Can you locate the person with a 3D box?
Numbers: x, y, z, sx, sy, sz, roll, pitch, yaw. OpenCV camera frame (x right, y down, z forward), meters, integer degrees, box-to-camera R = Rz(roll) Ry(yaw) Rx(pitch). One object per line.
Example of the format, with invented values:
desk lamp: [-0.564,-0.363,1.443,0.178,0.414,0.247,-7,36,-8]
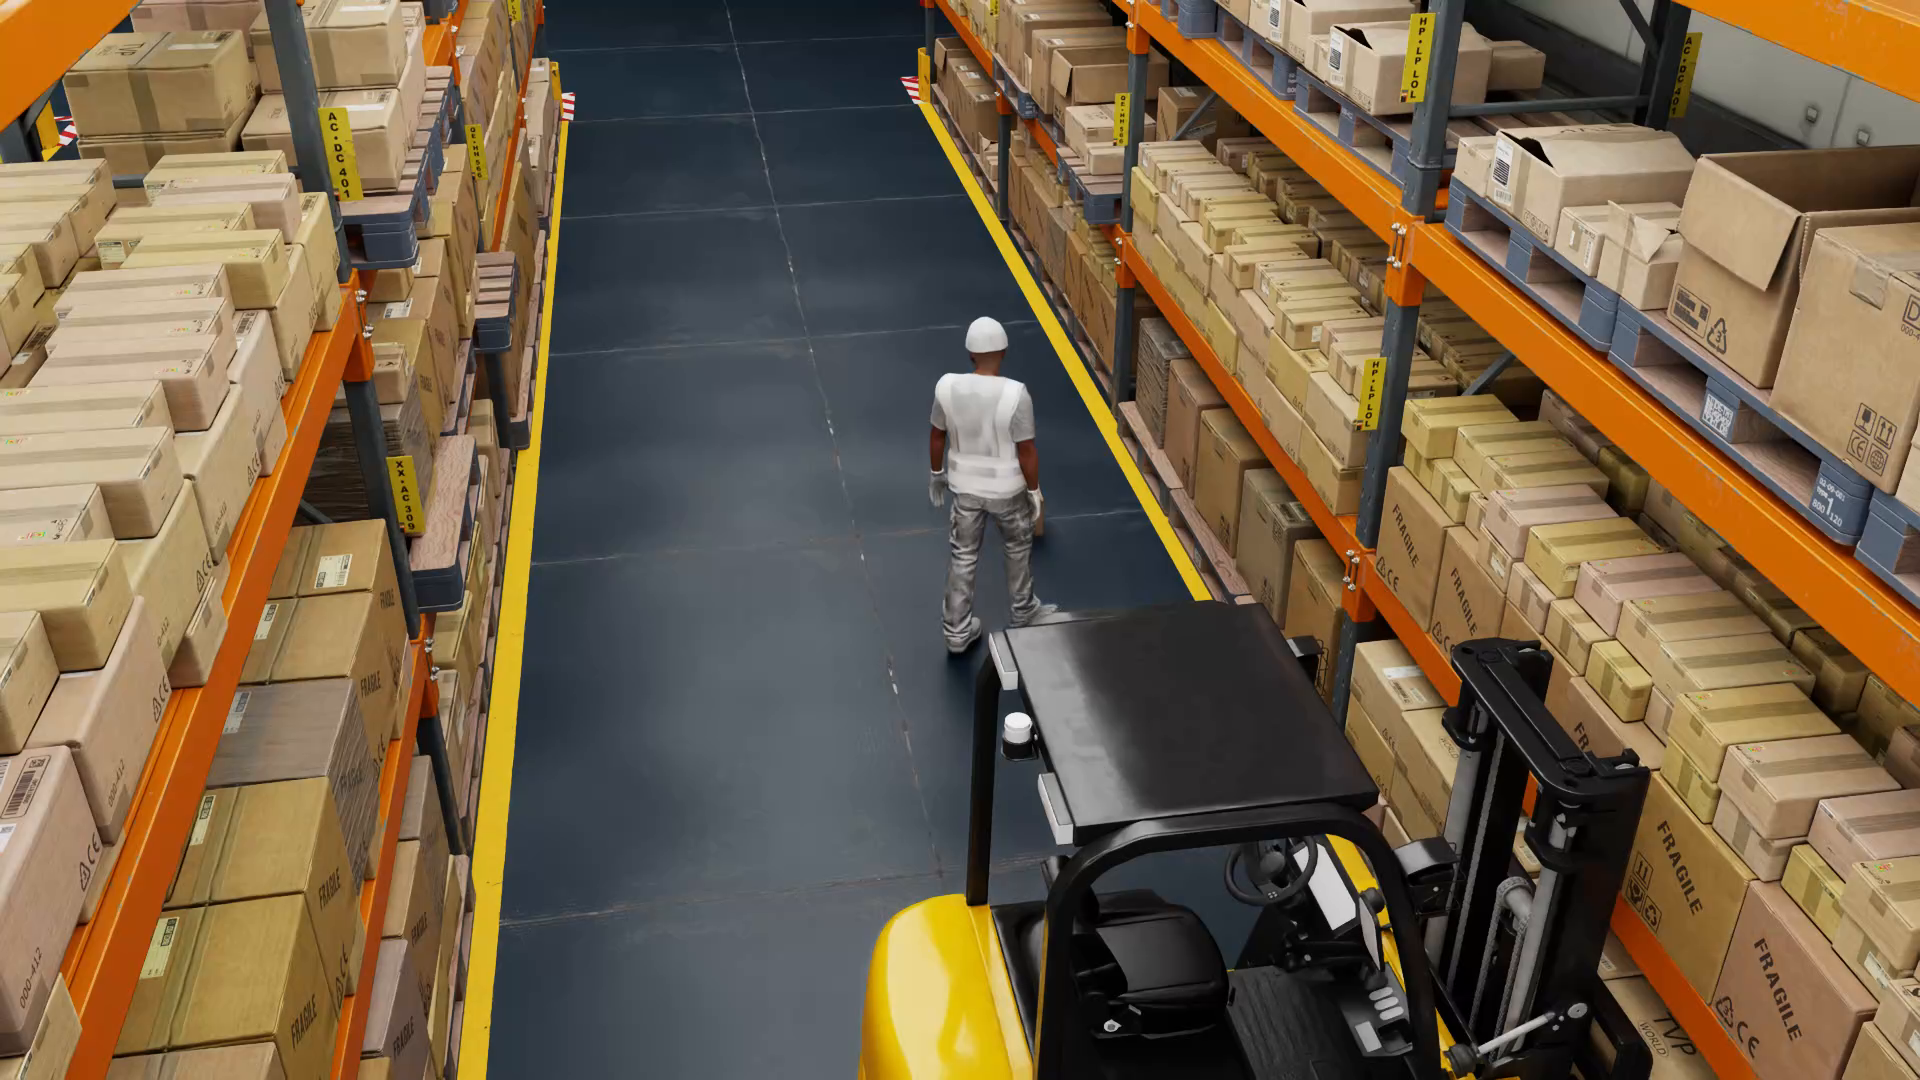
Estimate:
person: [0.143,-0.278,8.607,0.638,1.797,0.670,11,32,18]
